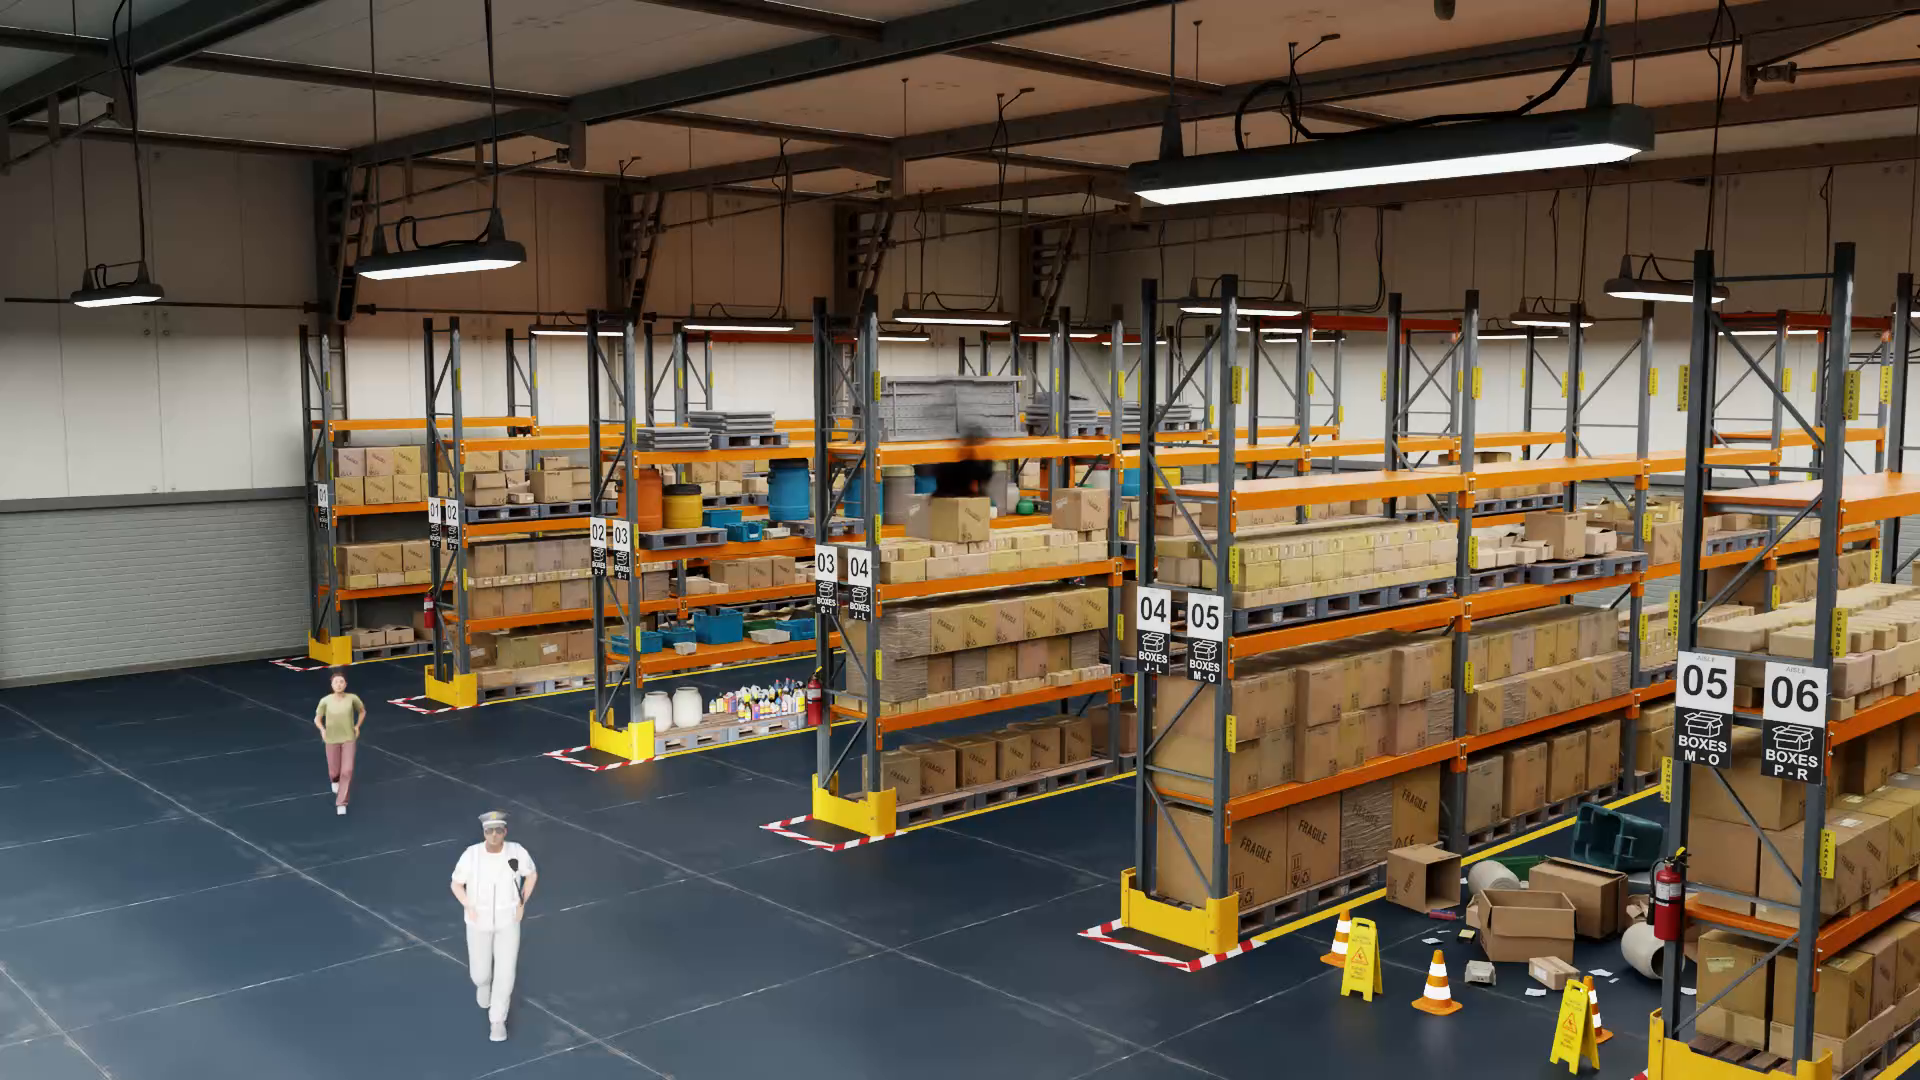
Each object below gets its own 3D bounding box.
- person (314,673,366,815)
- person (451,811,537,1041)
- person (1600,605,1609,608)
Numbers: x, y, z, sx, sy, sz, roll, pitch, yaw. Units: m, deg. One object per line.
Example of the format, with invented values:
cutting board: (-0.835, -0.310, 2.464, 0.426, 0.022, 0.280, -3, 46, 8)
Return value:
person: (-7.308, 2.371, 19.649, 0.578, 1.637, 0.763, -2, 6, -22)
person: (-3.656, 2.973, 13.097, 0.660, 1.750, 0.772, -2, 6, -17)
person: (9.478, 1.819, 24.555, 0.639, 1.740, 0.587, 6, 8, 44)
